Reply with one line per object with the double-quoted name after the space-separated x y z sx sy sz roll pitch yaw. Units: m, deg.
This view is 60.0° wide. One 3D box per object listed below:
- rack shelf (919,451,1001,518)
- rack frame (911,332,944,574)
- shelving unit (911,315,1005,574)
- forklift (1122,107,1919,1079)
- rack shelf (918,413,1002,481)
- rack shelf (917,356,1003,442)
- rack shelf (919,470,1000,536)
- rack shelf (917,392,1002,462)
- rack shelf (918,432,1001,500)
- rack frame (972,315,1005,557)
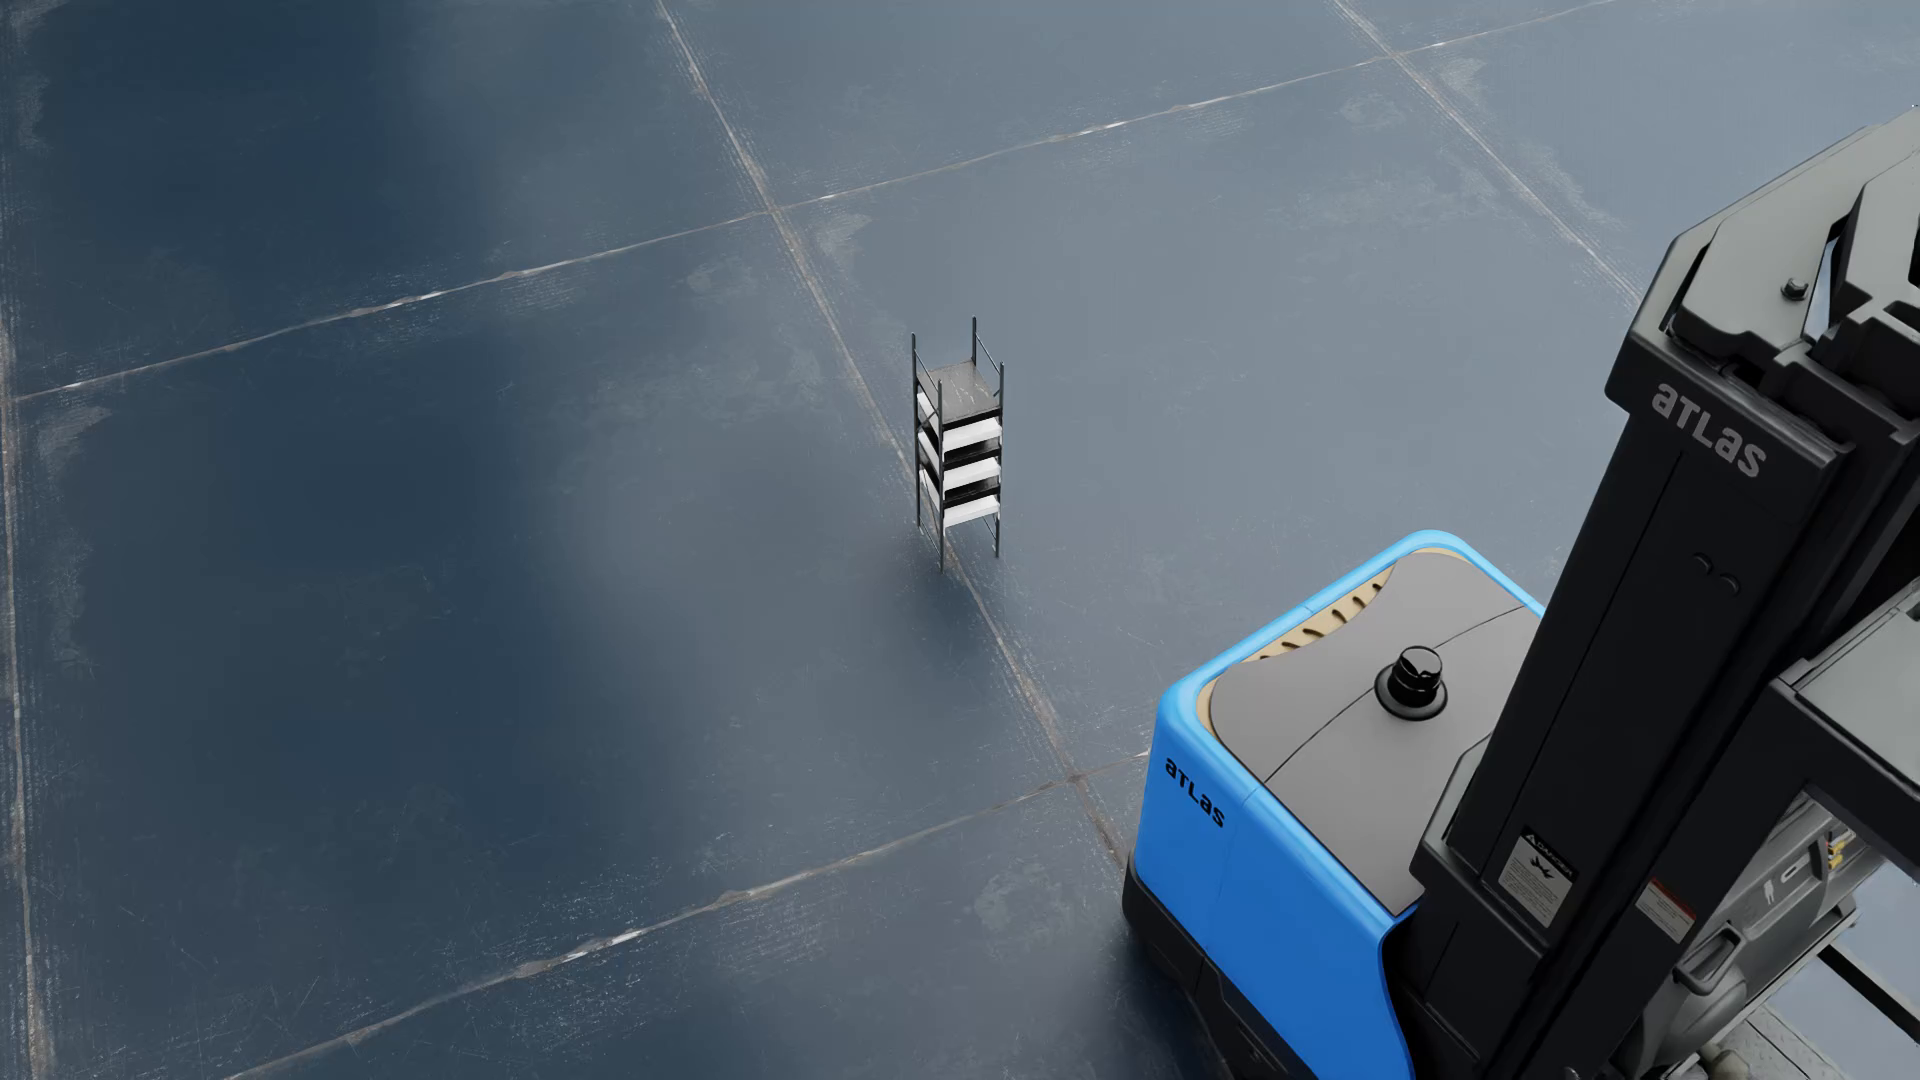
-0.008 -0.211 5.500 0.200 0.077 0.258 -17 52 -14 "rack shelf"
-0.102 -0.262 5.382 0.006 0.900 0.240 -17 52 -14 "rack frame"
-0.008 -0.291 5.407 0.210 0.900 0.258 -17 52 -14 "shelving unit"
1.737 0.812 3.120 1.130 2.935 3.031 -29 55 -23 "forklift"
-0.008 -0.328 5.364 0.200 0.077 0.258 -17 52 -14 "rack shelf"
-0.008 -0.445 5.227 0.200 0.077 0.258 -17 52 -14 "rack shelf"
-0.008 -0.152 5.568 0.200 0.077 0.258 -17 52 -14 "rack shelf"
-0.008 -0.386 5.295 0.200 0.077 0.258 -17 52 -14 "rack shelf"
-0.008 -0.269 5.432 0.200 0.077 0.258 -17 52 -14 "rack shelf"
0.087 -0.320 5.432 0.006 0.900 0.240 -17 52 -14 "rack frame"
